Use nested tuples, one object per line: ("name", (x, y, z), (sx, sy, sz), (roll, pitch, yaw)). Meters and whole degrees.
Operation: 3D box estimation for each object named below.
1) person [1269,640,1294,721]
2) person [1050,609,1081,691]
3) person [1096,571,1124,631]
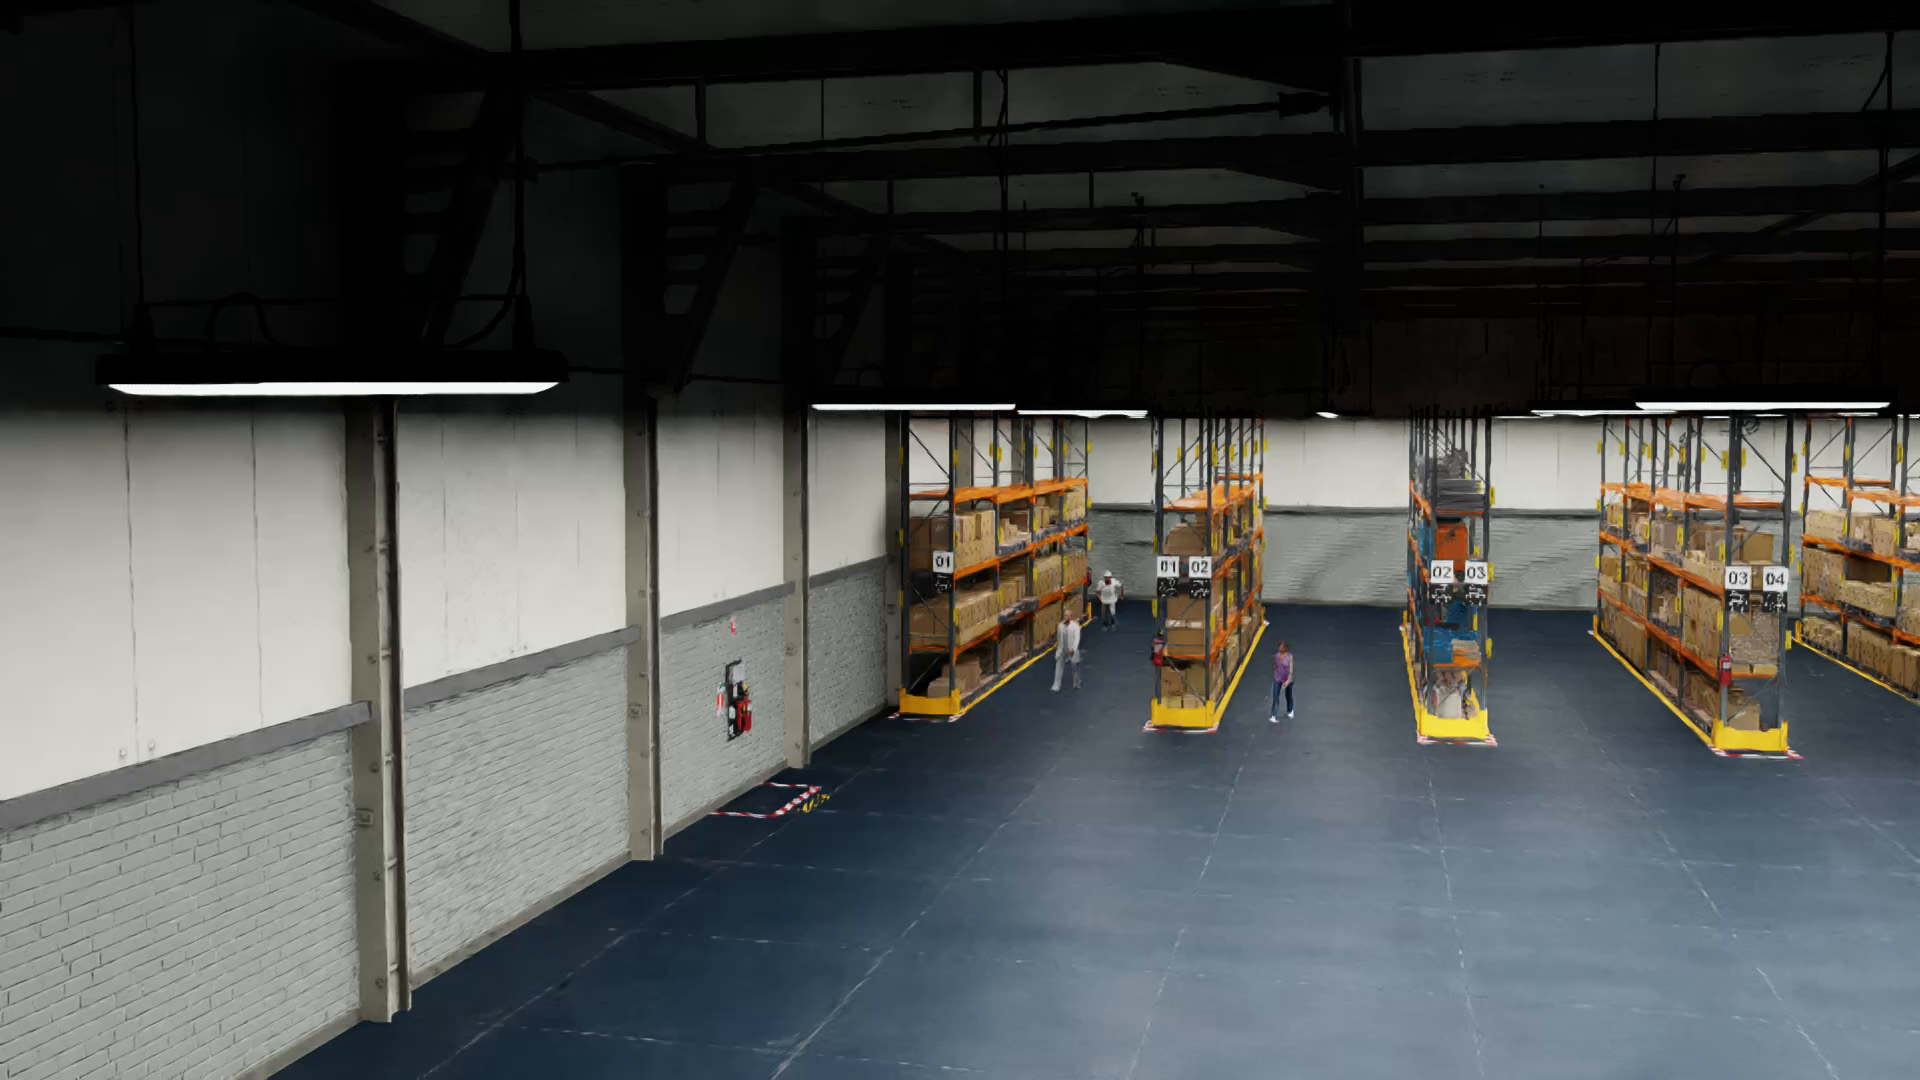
("person", (6.169, 2.668, 31.706), (0.408, 1.533, 0.961), (2, 4, 23))
("person", (2.285, 2.323, 35.218), (0.573, 1.716, 1.102), (2, 4, 22))
("person", (4.037, 1.660, 45.023), (0.716, 1.689, 0.802), (1, 4, 19))
